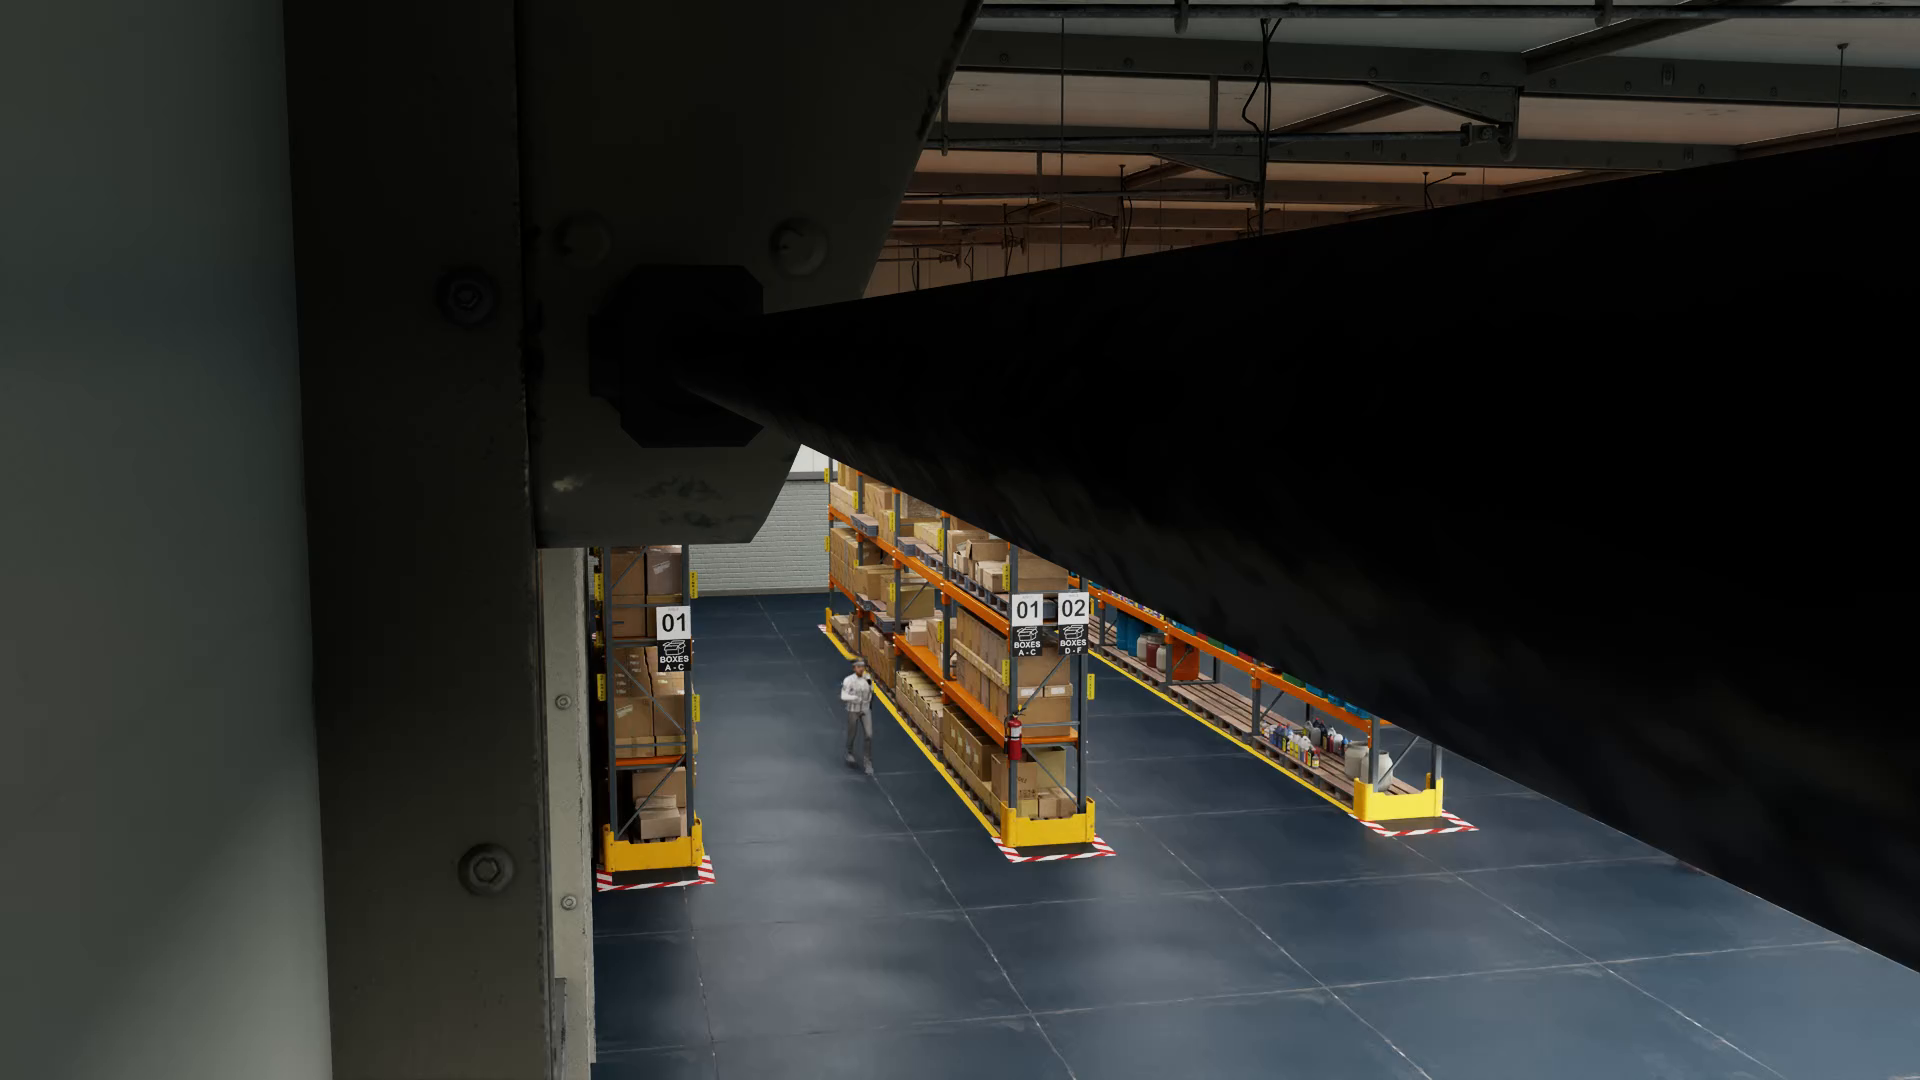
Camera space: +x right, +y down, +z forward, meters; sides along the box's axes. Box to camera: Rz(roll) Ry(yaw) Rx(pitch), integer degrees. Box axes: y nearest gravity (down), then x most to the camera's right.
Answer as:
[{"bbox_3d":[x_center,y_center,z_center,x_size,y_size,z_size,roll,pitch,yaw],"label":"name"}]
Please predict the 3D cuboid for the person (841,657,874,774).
[{"bbox_3d":[-1.510,2.569,24.677,0.557,1.737,0.816,-2,7,-19],"label":"person"}]
